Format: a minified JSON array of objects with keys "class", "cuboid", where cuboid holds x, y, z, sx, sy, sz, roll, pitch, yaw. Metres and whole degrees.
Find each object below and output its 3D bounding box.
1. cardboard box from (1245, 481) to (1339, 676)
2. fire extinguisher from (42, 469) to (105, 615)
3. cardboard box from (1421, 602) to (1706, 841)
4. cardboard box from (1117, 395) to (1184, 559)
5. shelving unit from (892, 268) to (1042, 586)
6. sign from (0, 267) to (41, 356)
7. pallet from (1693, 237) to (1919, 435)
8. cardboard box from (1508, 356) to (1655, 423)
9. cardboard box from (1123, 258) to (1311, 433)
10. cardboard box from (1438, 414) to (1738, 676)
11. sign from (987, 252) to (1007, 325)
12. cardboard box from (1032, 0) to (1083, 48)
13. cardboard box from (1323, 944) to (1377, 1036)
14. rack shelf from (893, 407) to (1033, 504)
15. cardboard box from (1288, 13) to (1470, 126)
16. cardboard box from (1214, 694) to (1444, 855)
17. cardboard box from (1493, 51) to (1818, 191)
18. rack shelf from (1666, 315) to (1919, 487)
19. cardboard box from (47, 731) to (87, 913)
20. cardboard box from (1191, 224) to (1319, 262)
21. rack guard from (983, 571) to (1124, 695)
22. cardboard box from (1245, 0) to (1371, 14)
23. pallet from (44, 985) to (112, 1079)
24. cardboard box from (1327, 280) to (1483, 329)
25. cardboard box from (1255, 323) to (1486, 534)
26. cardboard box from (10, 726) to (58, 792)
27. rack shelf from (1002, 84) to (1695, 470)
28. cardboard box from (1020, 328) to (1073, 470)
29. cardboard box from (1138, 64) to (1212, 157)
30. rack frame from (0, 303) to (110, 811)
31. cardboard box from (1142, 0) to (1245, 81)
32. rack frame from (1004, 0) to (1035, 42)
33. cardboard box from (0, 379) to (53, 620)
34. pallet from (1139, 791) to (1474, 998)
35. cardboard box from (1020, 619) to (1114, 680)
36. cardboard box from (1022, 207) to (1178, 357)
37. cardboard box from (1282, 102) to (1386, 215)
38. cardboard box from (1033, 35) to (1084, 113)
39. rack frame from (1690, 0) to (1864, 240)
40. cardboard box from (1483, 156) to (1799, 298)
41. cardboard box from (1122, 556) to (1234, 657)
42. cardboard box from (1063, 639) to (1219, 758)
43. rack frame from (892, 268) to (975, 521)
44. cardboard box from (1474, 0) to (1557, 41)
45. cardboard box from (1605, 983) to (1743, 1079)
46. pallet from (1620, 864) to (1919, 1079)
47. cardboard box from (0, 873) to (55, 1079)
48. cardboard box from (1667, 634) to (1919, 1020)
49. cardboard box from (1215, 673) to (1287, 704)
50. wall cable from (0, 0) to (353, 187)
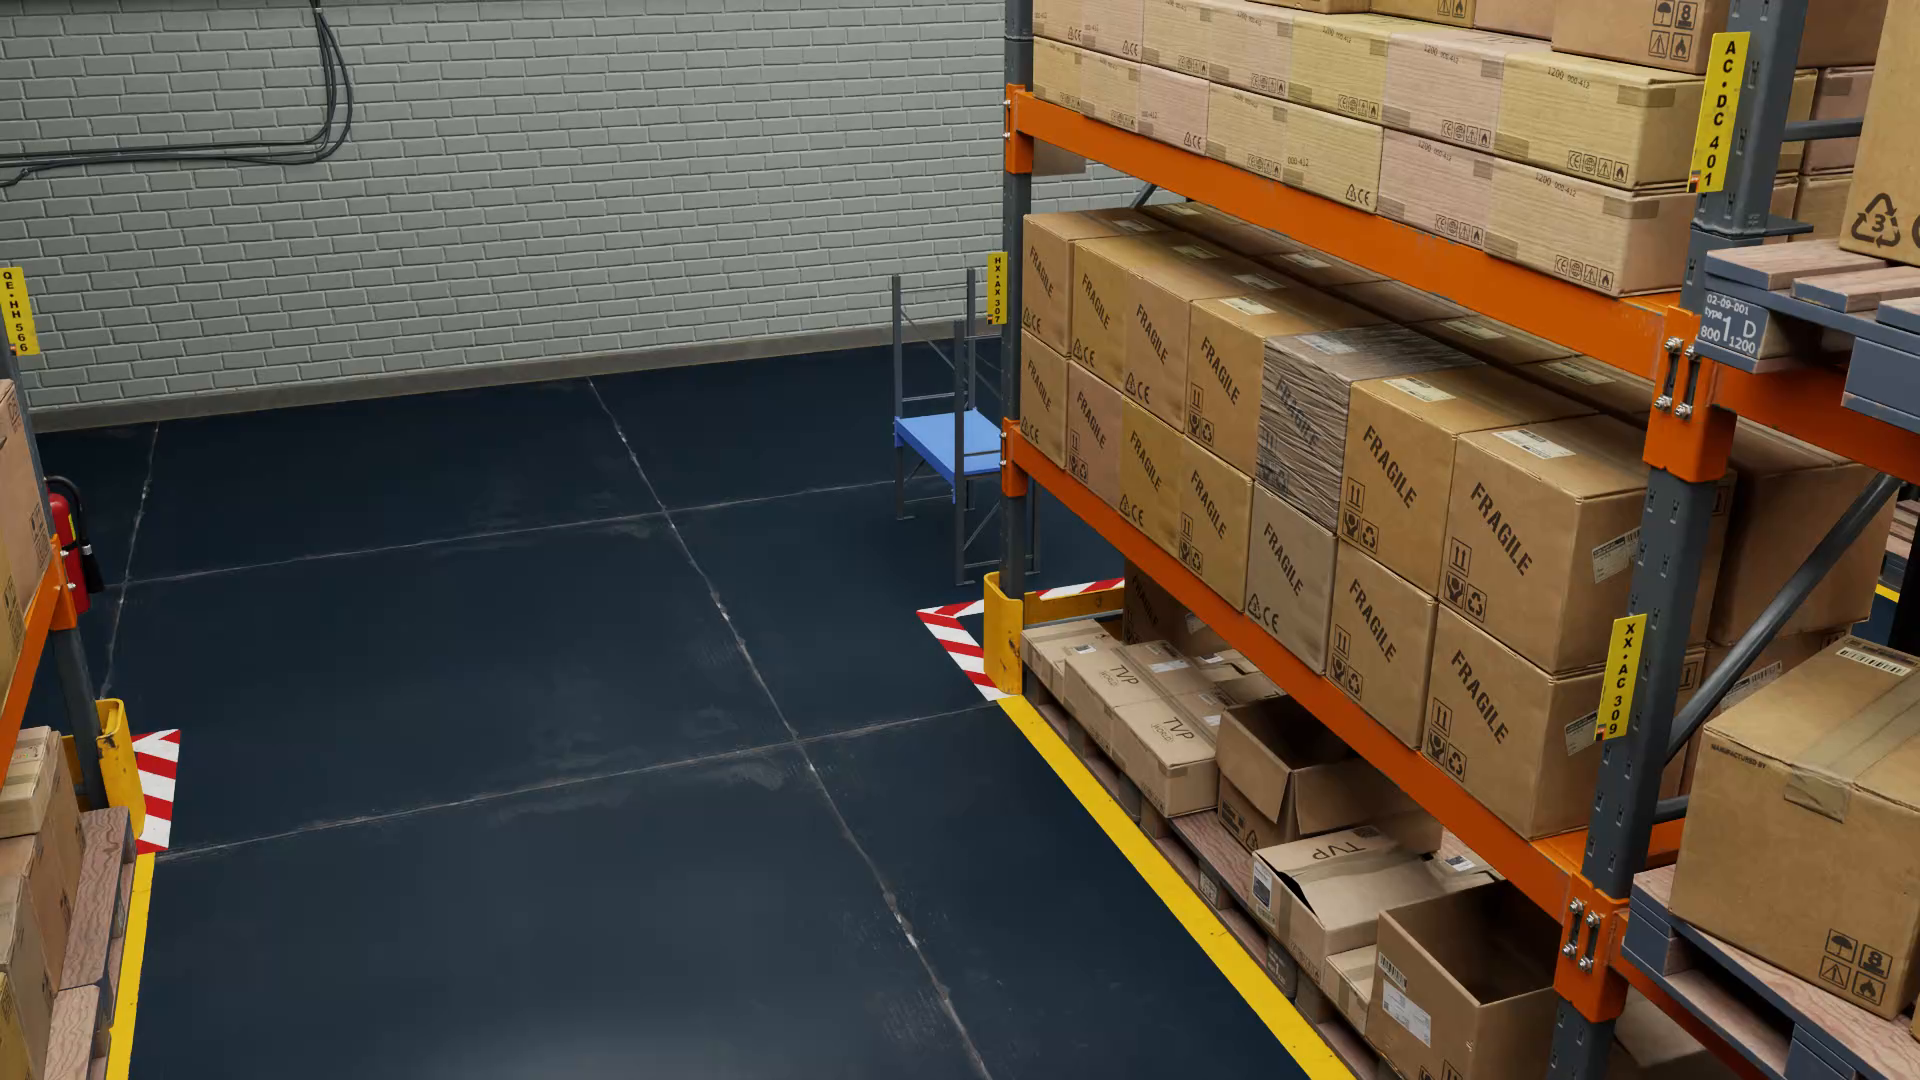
[{"class":"cardboard box","cuboid":[1.307,0.087,5.552,0.500,0.500,0.500,-8,24,-18]},{"class":"fire extinguisher","cuboid":[-3.577,-0.030,6.539,0.296,0.674,0.183,-8,24,-19]},{"class":"cardboard box","cuboid":[1.674,0.461,4.666,0.500,0.500,0.500,-8,24,-18]},{"class":"cardboard box","cuboid":[0.949,-0.279,6.422,0.500,0.500,0.500,-8,24,-19]},{"class":"shelving unit","cuboid":[0.030,-0.660,9.385,0.538,1.500,1.048,-8,24,-19]},{"class":"sign","cuboid":[-3.443,-0.831,6.065,0.100,0.325,0.005,-8,24,-19]},{"class":"pallet","cuboid":[2.255,-0.396,3.207,1.213,0.211,1.003,-8,24,-19]},{"class":"cardboard box","cuboid":[2.004,-0.251,5.067,0.500,0.500,0.500,-9,25,-21]},{"class":"cardboard box","cuboid":[0.951,-0.738,6.224,0.500,0.500,0.500,-8,24,-18]},{"class":"cardboard box","cuboid":[1.670,-0.002,4.476,0.500,0.500,0.500,-8,24,-19]},{"class":"sign","cuboid":[0.170,-1.125,7.442,0.100,0.325,0.005,-8,24,-19]},{"class":"cardboard box","cuboid":[0.615,-2.121,6.609,0.500,0.250,0.500,-8,24,-19]},{"class":"cardboard box","cuboid":[1.435,1.468,5.509,0.380,0.149,0.250,-8,24,-19]},{"class":"rack shelf","cuboid":[0.030,-0.494,9.455,0.538,0.185,1.000,-8,24,-19]},{"class":"cardboard box","cuboid":[1.317,-1.394,4.883,0.500,0.250,0.500,-8,24,-19]},{"class":"cardboard box","cuboid":[1.422,0.919,6.356,0.797,0.503,0.637,-8,24,-19]},{"class":"cardboard box","cuboid":[1.665,-1.030,4.019,0.500,0.250,0.500,-8,24,-19]},{"class":"rack shelf","cuboid":[2.797,0.329,2.171,1.077,0.370,4.000,-8,24,-19]},{"class":"cardboard box","cuboid":[-3.615,1.080,6.004,0.700,0.500,0.500,-8,24,-19]},{"class":"cardboard box","cuboid":[1.271,-1.000,6.844,0.500,0.500,0.500,-8,24,-18]},{"class":"rack guard","cuboid":[0.704,0.379,8.207,1.175,0.500,0.348,-8,24,-19]},{"class":"cardboard box","cuboid":[1.338,-1.950,5.237,0.700,0.500,0.500,-8,24,-19]},{"class":"pallet","cuboid":[-3.173,1.888,4.999,1.003,0.211,1.213,-8,24,-19]},{"class":"cardboard box","cuboid":[1.640,-0.625,5.955,0.500,0.500,0.500,-8,24,-17]},{"class":"cardboard box","cuboid":[1.308,-0.371,5.352,0.500,0.500,0.500,-8,24,-19]},{"class":"cardboard box","cuboid":[-3.399,0.802,5.827,0.380,0.149,0.250,-9,24,-20]},{"class":"rack shelf","cuboid":[1.384,-1.124,5.620,1.077,0.370,4.000,-8,24,-19]},{"class":"cardboard box","cuboid":[0.587,-0.649,7.299,0.500,0.500,0.500,-8,24,-18]},{"class":"cardboard box","cuboid":[0.964,-1.527,5.842,0.500,0.250,0.500,-8,24,-19]},{"class":"rack frame","cuboid":[-3.956,-0.119,6.171,1.000,3.000,0.127,-8,24,-19]},{"class":"cardboard box","cuboid":[0.968,-1.758,5.746,0.500,0.250,0.500,-8,24,-19]},{"class":"rack frame","cuboid":[0.677,-3.565,6.621,1.000,3.000,0.127,-8,24,-19]},{"class":"cardboard box","cuboid":[-3.766,-0.074,5.676,0.980,0.700,0.700,-7,24,-17]},{"class":"pallet","cuboid":[1.414,1.245,6.526,1.003,0.211,1.213,-8,24,-19]},{"class":"cardboard box","cuboid":[0.504,0.510,7.782,0.380,0.149,0.250,-8,24,-19]},{"class":"cardboard box","cuboid":[0.587,-1.110,7.105,0.500,0.500,0.500,-8,24,-17]},{"class":"cardboard box","cuboid":[1.318,-1.164,4.980,0.500,0.250,0.500,-8,24,-19]},{"class":"cardboard box","cuboid":[0.621,-1.892,6.708,0.500,0.250,0.500,-8,24,-19]},{"class":"rack frame","cuboid":[2.090,-2.111,3.173,1.000,3.000,0.127,-8,24,-19]},{"class":"cardboard box","cuboid":[1.670,-0.800,4.118,0.500,0.250,0.500,-8,24,-19]},{"class":"cardboard box","cuboid":[1.100,0.313,7.798,0.500,0.500,0.500,-8,24,-19]},{"class":"cardboard box","cuboid":[0.781,0.682,7.243,0.500,0.250,0.500,-8,24,-19]},{"class":"rack frame","cuboid":[-0.149,-0.845,9.823,0.500,1.500,0.032,-8,24,-19]},{"class":"cardboard box","cuboid":[1.839,-1.609,4.426,0.700,0.500,0.500,-8,24,-19]},{"class":"cardboard box","cuboid":[2.145,1.507,5.207,0.500,0.311,0.500,-8,24,-19]},{"class":"pallet","cuboid":[2.271,1.047,3.651,1.003,0.211,1.213,-8,24,-19]},{"class":"cardboard box","cuboid":[-3.260,1.444,5.139,0.700,0.500,0.500,-9,25,-21]},{"class":"cardboard box","cuboid":[2.049,0.616,3.756,0.700,0.500,0.500,-18,29,-36]},{"class":"cardboard box","cuboid":[1.407,0.777,7.018,0.500,0.250,0.500,-8,24,-19]},{"class":"wall cable","cuboid":[-5.619,-3.557,10.601,3.097,2.526,0.112,-8,24,-19]}]
